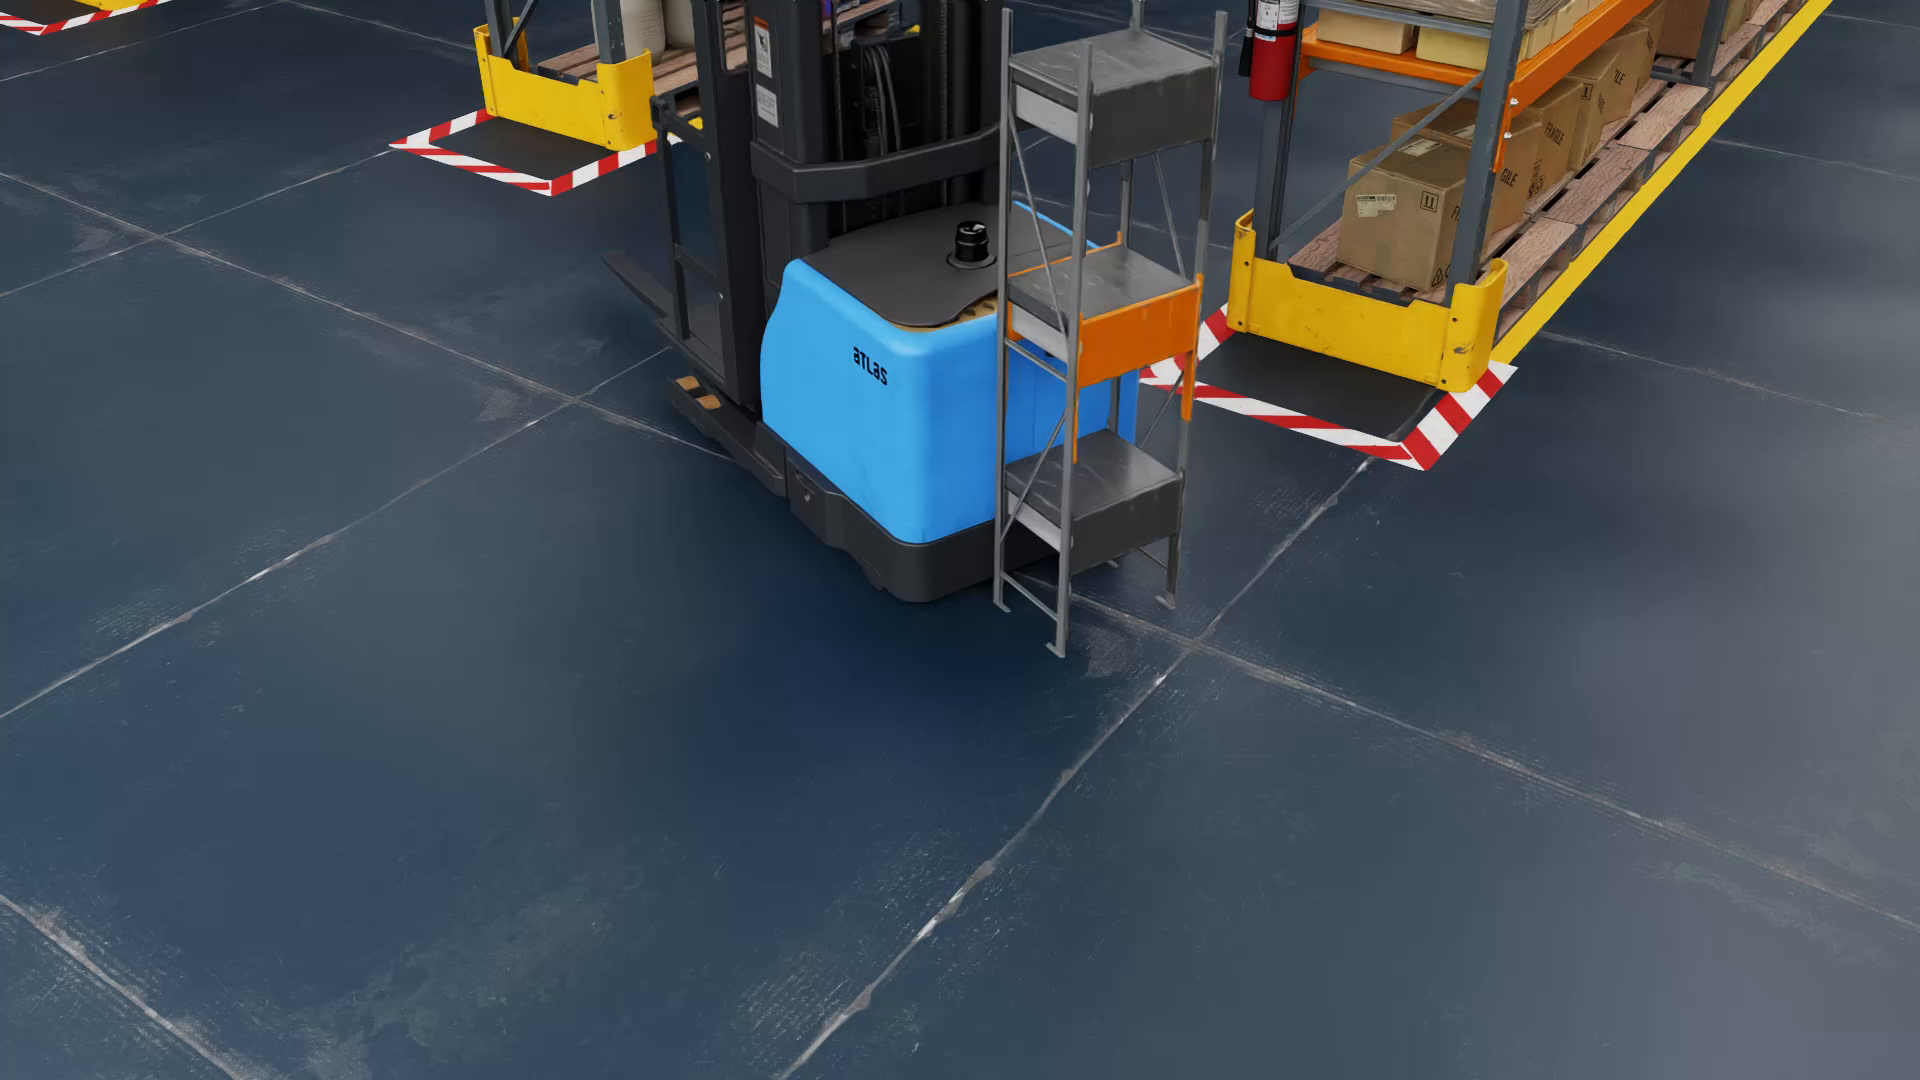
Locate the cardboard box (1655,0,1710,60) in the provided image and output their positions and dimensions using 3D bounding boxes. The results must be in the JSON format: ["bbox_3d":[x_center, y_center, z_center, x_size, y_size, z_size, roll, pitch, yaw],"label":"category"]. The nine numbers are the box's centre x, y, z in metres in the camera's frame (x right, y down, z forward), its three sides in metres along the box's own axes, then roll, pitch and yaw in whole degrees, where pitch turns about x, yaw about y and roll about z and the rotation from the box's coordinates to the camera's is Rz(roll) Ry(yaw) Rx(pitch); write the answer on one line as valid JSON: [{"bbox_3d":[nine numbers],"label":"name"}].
[{"bbox_3d":[4.394,-3.358,10.377,0.700,0.500,0.500,18,38,25],"label":"cardboard box"}]

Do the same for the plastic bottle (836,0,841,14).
[{"bbox_3d":[-0.838,-3.621,10.970,0.097,0.271,0.097,0,34,0],"label":"plastic bottle"}]

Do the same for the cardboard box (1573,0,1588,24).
[{"bbox_3d":[2.543,-2.387,7.326,0.380,0.149,0.250,21,39,28],"label":"cardboard box"}]

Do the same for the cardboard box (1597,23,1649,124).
[{"bbox_3d":[3.445,-2.637,9.328,0.500,0.500,0.500,-23,40,-30],"label":"cardboard box"}]

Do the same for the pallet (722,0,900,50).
[{"bbox_3d":[-1.154,-3.503,11.242,1.003,0.211,1.213,21,39,28],"label":"pallet"}]

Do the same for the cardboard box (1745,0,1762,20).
[{"bbox_3d":[5.001,-3.829,11.073,0.700,0.500,0.500,18,38,24],"label":"cardboard box"}]

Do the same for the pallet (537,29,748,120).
[{"bbox_3d":[-1.851,-2.944,10.415,1.003,0.211,1.213,21,39,28],"label":"pallet"}]

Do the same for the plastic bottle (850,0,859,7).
[{"bbox_3d":[-0.724,-3.684,11.125,0.097,0.201,0.097,0,34,0],"label":"plastic bottle"}]

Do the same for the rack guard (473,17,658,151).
[{"bbox_3d":[-2.318,-2.691,9.784,1.175,0.500,0.348,21,39,28],"label":"rack guard"}]

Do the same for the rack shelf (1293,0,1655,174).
[{"bbox_3d":[2.886,-2.717,8.233,1.077,0.370,4.000,21,39,28],"label":"rack shelf"}]

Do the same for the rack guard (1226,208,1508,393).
[{"bbox_3d":[1.789,-1.094,7.422,1.175,0.500,0.348,21,39,28],"label":"rack guard"}]

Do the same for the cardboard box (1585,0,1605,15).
[{"bbox_3d":[2.691,-2.499,7.493,0.380,0.149,0.250,21,39,28],"label":"cardboard box"}]

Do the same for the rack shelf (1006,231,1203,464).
[{"bbox_3d":[0.440,-0.624,5.323,0.480,0.518,0.431,-21,39,-28],"label":"rack shelf"}]

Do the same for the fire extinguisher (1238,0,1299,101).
[{"bbox_3d":[1.302,-2.157,6.831,0.296,0.674,0.183,21,39,28],"label":"fire extinguisher"}]

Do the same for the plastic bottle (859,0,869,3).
[{"bbox_3d":[-0.665,-3.761,11.176,0.097,0.271,0.097,0,34,0],"label":"plastic bottle"}]

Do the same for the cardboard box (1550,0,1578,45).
[{"bbox_3d":[2.417,-2.265,7.146,0.380,0.149,0.250,21,39,28],"label":"cardboard box"}]

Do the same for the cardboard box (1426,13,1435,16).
[{"bbox_3d":[1.882,-2.303,7.202,0.380,0.149,0.250,21,39,28],"label":"cardboard box"}]

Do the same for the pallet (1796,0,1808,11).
[{"bbox_3d":[5.861,-4.262,12.364,1.003,0.211,1.213,21,39,28],"label":"pallet"}]

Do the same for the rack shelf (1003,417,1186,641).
[{"bbox_3d":[0.440,-0.044,5.715,0.480,0.518,0.431,-21,39,-28],"label":"rack shelf"}]

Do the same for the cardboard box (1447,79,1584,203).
[{"bbox_3d":[2.801,-2.083,8.510,0.500,0.500,0.500,25,42,32],"label":"cardboard box"}]

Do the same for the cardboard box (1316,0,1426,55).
[{"bbox_3d":[1.739,-2.188,7.032,0.380,0.149,0.250,21,39,28],"label":"cardboard box"}]

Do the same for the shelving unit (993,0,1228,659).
[{"bbox_3d":[0.440,-0.636,5.315,0.503,2.100,0.431,-21,39,-28],"label":"shelving unit"}]

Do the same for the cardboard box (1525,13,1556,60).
[{"bbox_3d":[2.263,-2.155,6.983,0.380,0.149,0.250,21,39,28],"label":"cardboard box"}]

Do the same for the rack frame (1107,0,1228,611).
[{"bbox_3d":[0.641,-0.713,5.430,0.015,2.100,0.400,-21,39,-28],"label":"rack frame"}]

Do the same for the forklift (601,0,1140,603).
[{"bbox_3d":[-0.579,-1.781,6.267,1.130,2.935,3.031,-20,39,-27],"label":"forklift"}]

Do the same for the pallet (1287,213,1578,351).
[{"bbox_3d":[2.282,-1.337,8.039,1.003,0.211,1.213,21,39,28],"label":"pallet"}]

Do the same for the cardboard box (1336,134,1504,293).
[{"bbox_3d":[2.116,-1.515,7.670,0.500,0.500,0.500,-29,43,-35],"label":"cardboard box"}]

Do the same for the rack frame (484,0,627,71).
[{"bbox_3d":[-2.323,-3.677,9.009,1.000,3.000,0.127,21,39,28],"label":"rack frame"}]

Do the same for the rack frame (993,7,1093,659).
[{"bbox_3d":[0.238,-0.558,5.201,0.015,2.100,0.400,-21,39,-28],"label":"rack frame"}]

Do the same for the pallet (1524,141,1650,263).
[{"bbox_3d":[2.978,-1.896,8.866,1.003,0.211,1.213,21,39,28],"label":"pallet"}]

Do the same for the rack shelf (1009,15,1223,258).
[{"bbox_3d":[0.440,-1.204,4.931,0.480,0.518,0.431,-21,39,-28],"label":"rack shelf"}]

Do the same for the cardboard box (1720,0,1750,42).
[{"bbox_3d":[4.682,-3.572,10.692,0.700,0.500,0.500,21,39,28],"label":"cardboard box"}]

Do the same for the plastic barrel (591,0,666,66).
[{"bbox_3d":[-2.011,-3.148,10.073,0.421,0.512,0.421,0,34,0],"label":"plastic barrel"}]

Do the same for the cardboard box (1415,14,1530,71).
[{"bbox_3d":[2.104,-2.046,6.822,0.380,0.149,0.250,21,39,28],"label":"cardboard box"}]

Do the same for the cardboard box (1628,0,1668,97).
[{"bbox_3d":[3.766,-2.903,9.721,0.500,0.500,0.500,20,39,27],"label":"cardboard box"}]

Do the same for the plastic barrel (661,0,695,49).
[{"bbox_3d":[-1.725,-3.378,10.414,0.421,0.512,0.421,0,34,0],"label":"plastic barrel"}]

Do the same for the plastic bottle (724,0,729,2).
[{"bbox_3d":[-1.584,-3.779,11.192,0.061,0.283,0.133,22,40,29],"label":"plastic bottle"}]

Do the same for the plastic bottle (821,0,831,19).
[{"bbox_3d":[-0.889,-3.567,10.879,0.061,0.283,0.133,22,40,29],"label":"plastic bottle"}]

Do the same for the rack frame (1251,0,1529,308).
[{"bbox_3d":[1.746,-2.095,6.670,1.000,3.000,0.127,21,39,28],"label":"rack frame"}]

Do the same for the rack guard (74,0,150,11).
[{"bbox_3d":[-6.404,-4.214,12.035,1.175,0.500,0.348,21,39,28],"label":"rack guard"}]

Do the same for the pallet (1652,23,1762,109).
[{"bbox_3d":[4.469,-3.139,10.704,1.003,0.211,1.213,21,39,28],"label":"pallet"}]

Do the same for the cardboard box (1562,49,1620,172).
[{"bbox_3d":[3.156,-2.326,8.868,0.500,0.500,0.500,18,38,24],"label":"cardboard box"}]

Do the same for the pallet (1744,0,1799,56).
[{"bbox_3d":[5.164,-3.703,11.537,1.003,0.211,1.213,21,39,28],"label":"pallet"}]

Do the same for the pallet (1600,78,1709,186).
[{"bbox_3d":[3.673,-2.460,9.699,1.003,0.211,1.213,21,39,28],"label":"pallet"}]

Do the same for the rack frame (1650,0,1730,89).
[{"bbox_3d":[4.027,-3.936,9.392,1.000,3.000,0.127,21,39,28],"label":"rack frame"}]

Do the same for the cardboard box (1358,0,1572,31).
[{"bbox_3d":[2.082,-2.504,6.920,0.875,0.500,0.500,21,39,28],"label":"cardboard box"}]

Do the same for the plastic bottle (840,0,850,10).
[{"bbox_3d":[-0.781,-3.668,11.038,0.097,0.271,0.097,0,34,0],"label":"plastic bottle"}]

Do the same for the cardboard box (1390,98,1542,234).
[{"bbox_3d":[2.428,-1.801,8.093,0.500,0.500,0.500,-25,41,-32],"label":"cardboard box"}]

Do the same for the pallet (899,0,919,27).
[{"bbox_3d":[-0.459,-4.067,12.075,1.003,0.211,1.213,21,39,28],"label":"pallet"}]

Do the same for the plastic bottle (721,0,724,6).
[{"bbox_3d":[-1.636,-3.685,11.127,0.097,0.201,0.097,0,34,0],"label":"plastic bottle"}]
